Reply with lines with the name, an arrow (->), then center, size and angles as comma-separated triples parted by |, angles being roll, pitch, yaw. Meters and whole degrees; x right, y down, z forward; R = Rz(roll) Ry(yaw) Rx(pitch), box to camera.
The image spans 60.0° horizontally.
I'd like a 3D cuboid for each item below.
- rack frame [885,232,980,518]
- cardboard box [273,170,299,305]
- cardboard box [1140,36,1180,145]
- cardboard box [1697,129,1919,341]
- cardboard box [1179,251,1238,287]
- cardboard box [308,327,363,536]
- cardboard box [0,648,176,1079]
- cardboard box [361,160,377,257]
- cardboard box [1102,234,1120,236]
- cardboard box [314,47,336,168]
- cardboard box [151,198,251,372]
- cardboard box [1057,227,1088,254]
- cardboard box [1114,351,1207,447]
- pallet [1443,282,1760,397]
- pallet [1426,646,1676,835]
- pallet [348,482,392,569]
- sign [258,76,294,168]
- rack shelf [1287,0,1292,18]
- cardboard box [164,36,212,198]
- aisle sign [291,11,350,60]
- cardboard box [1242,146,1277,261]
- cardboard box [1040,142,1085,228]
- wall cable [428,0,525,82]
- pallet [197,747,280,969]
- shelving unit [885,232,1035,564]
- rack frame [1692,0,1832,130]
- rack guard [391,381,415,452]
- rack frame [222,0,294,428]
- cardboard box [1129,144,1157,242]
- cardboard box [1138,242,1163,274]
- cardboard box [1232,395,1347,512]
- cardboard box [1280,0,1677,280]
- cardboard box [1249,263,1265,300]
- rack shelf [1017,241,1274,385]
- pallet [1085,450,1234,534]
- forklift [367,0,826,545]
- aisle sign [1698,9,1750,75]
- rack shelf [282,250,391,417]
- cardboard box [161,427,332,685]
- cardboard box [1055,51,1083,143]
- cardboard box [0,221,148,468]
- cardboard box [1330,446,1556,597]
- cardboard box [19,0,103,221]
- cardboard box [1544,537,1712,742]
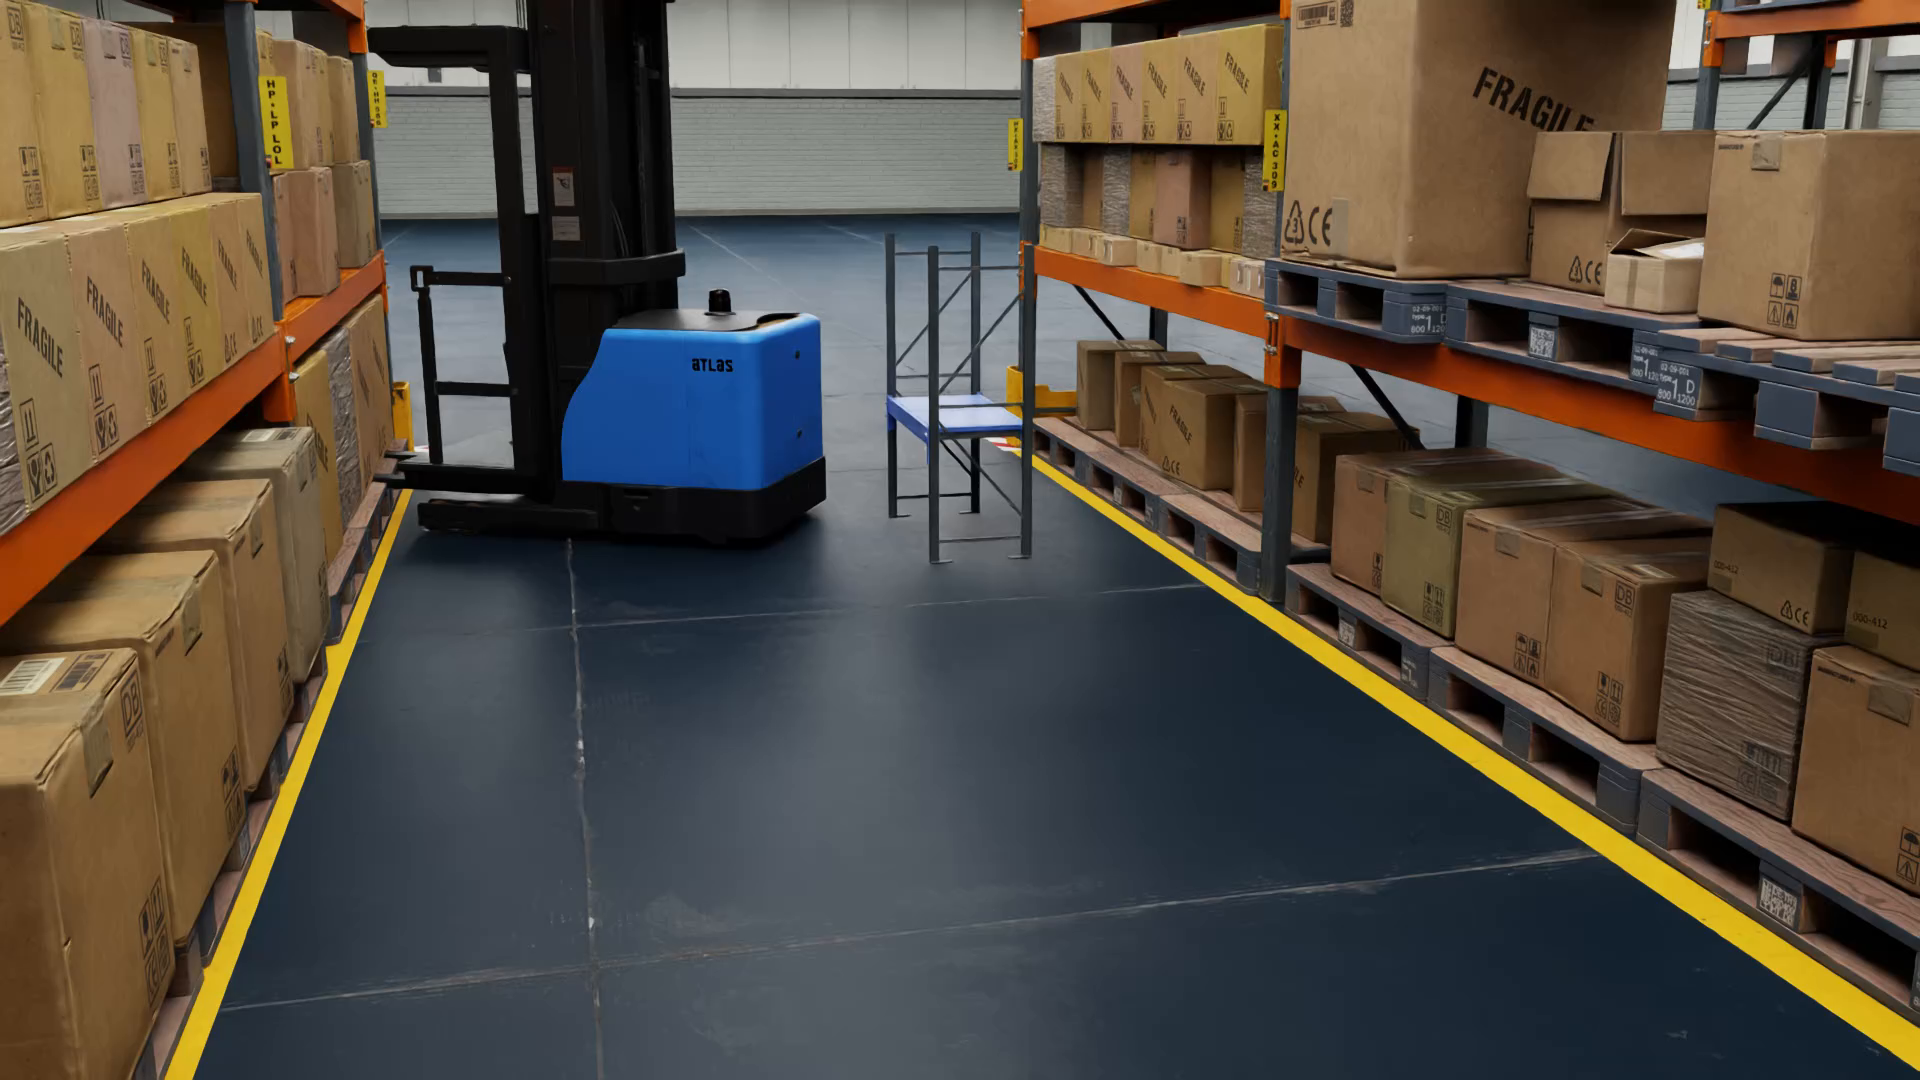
rack frame -> -0.139, -0.866, 8.810 | 0.500, 1.500, 0.032 | -3, 14, -13
cardboard box -> -3.269, -1.247, 6.893 | 0.875, 0.550, 0.550 | -3, 14, -13
cardboard box -> 1.217, -2.215, 8.228 | 0.500, 0.500, 0.500 | -3, 14, -13
cardboard box -> 2.371, -0.792, 4.254 | 0.700, 0.500, 0.500 | -1, 14, -5
cardboard box -> 1.273, -1.299, 7.952 | 0.380, 0.149, 0.250 | -3, 14, -13
cardboard box -> -3.314, -0.492, 7.714 | 0.875, 0.875, 0.875 | -3, 14, -13
cardboard box -> -2.135, 0.702, 3.087 | 1.050, 0.750, 0.750 | -3, 14, -14
cardboard box -> -3.828, -1.876, 9.470 | 0.875, 0.550, 0.550 | -3, 14, -13
cardboard box -> 1.022, -1.651, 9.392 | 0.380, 0.149, 0.250 | -3, 14, -13
cardboard box -> -3.440, -2.023, 7.794 | 0.875, 0.550, 0.500 | -3, 14, -13
cardboard box -> -2.518, -0.790, 5.130 | 0.500, 0.500, 0.500 | -3, 14, -14
cardboard box -> 0.806, -1.821, 10.091 | 0.380, 0.149, 0.250 | -3, 14, -13
cardboard box -> 1.190, -0.848, 9.961 | 0.500, 0.500, 0.500 | 0, 14, 2
pallet -> 2.260, -0.655, 5.193 | 1.003, 0.211, 1.213 | -3, 14, -13
pallet -> 2.300, 0.599, 5.529 | 1.003, 0.211, 1.213 | -3, 14, -13
pallet -> -3.412, -0.071, 8.272 | 1.003, 0.211, 1.213 | -3, 14, -13
sign -> -2.494, -1.520, 6.056 | 0.100, 0.325, 0.005 | -3, 14, -13
rack shelf -> 2.295, -1.863, 4.928 | 1.077, 0.370, 4.000 | -3, 14, -13
cardboard box -> -2.897, -1.384, 5.453 | 0.700, 0.500, 0.500 | -4, 14, -14
aisle sign -> -3.684, -3.182, 9.655 | 0.394, 0.787, 0.004 | -3, 14, -13
cardboard box -> 1.780, -1.517, 7.479 | 0.875, 0.500, 0.500 | -3, 14, -13
cardboard box -> 0.989, -2.204, 10.292 | 0.875, 0.500, 0.500 | -3, 14, -13
wall cable -> -11.504, -13.865, 39.051 | 2.305, 6.003, 0.169 | -3, 14, -13
pallet -> -2.475, 0.847, 4.516 | 1.003, 0.211, 1.213 | -3, 14, -13
shelving unit -> -0.020, -0.748, 8.330 | 0.538, 1.500, 1.048 | -3, 14, -13
rack frame -> 5.701, -2.416, 11.994 | 1.000, 3.000, 0.127 | -3, 14, -13
rack guard -> -3.964, -0.678, 10.148 | 1.175, 0.500, 0.348 | -3, 14, -13
rack frame -> -3.019, -0.964, 6.051 | 1.000, 3.000, 0.127 | -3, 14, -13
cardboard box -> 1.404, -1.862, 8.890 | 0.875, 0.500, 0.500 | -3, 14, -13
cardboard box -> 1.151, -1.475, 8.673 | 0.380, 0.149, 0.250 | -3, 14, -13
cardboard box -> 1.629, -0.433, 8.260 | 0.500, 0.500, 0.500 | 1, 14, 5
cardboard box -> 1.876, -1.521, 6.184 | 1.000, 1.000, 1.000 | -3, 14, -13
cardboard box -> 1.489, -1.128, 7.253 | 0.380, 0.149, 0.250 | -3, 14, -13
rack shelf -> 1.356, -1.329, 9.061 | 1.077, 0.370, 4.000 | -3, 14, -13
pallet -> 1.344, -0.297, 9.199 | 1.003, 0.211, 1.213 | -3, 14, -13
forklift -> -2.302, -1.567, 8.664 | 3.031, 2.935, 1.130 | 4, 14, 14
aisle sign -> 5.399, -3.679, 11.687 | 0.394, 0.787, 0.004 | -3, 14, -13
rack shelf -> -3.489, -1.076, 8.025 | 1.077, 0.370, 4.000 | -3, 14, -13
cardboard box -> -2.786, 0.063, 5.703 | 1.050, 0.750, 0.750 | -3, 14, -13
cardboard box -> 0.861, -2.561, 9.643 | 0.500, 0.500, 0.500 | -3, 14, -13
cardboard box -> -2.163, -0.442, 3.704 | 0.500, 0.500, 0.500 | -3, 14, -13
cardboard box -> 1.949, -0.073, 6.747 | 0.700, 0.500, 0.500 | -4, 14, -18
cardboard box -> -2.539, -1.032, 4.014 | 0.700, 0.500, 0.500 | -3, 14, -14
cardboard box -> 2.306, 0.295, 5.237 | 0.700, 0.500, 0.500 | -2, 14, -8
